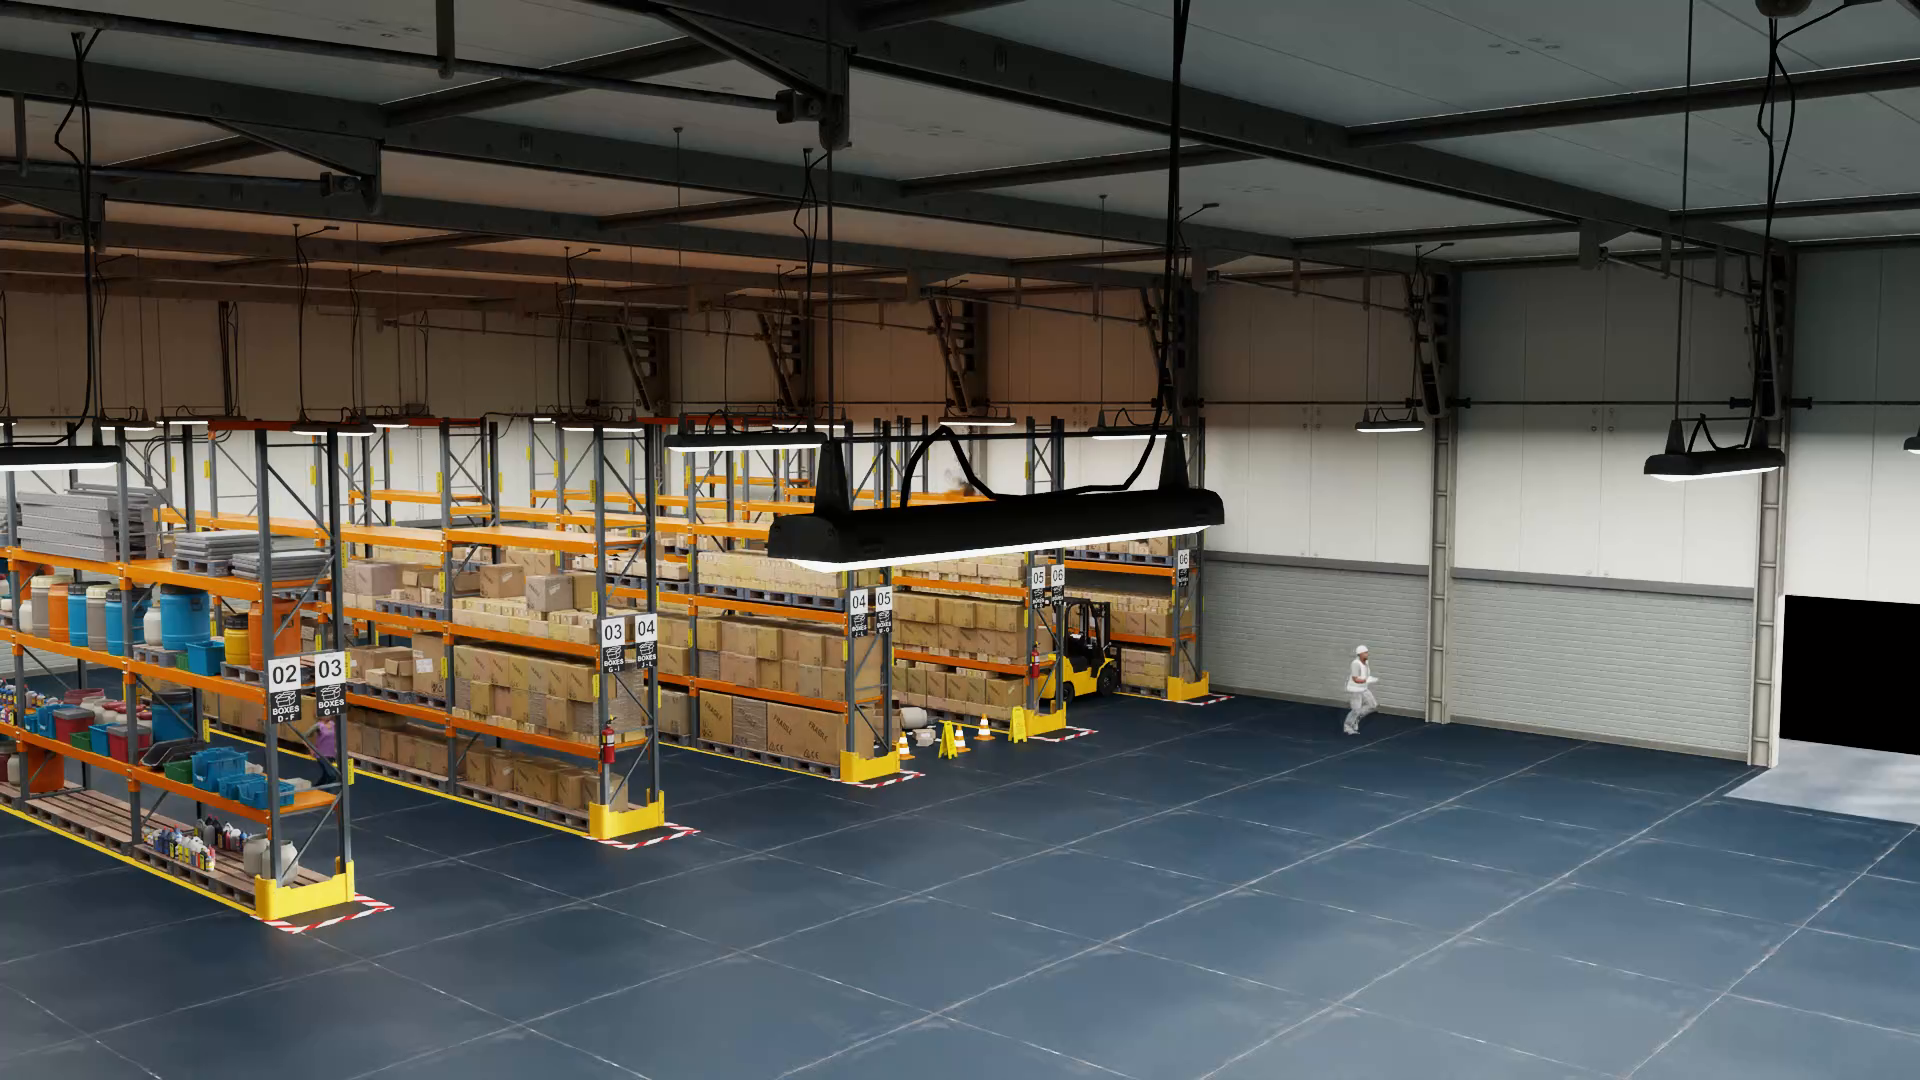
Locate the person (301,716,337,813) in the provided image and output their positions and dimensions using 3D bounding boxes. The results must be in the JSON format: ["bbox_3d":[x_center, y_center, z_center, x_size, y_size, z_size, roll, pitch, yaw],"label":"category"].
[{"bbox_3d":[-9.826,3.392,25.749,0.715,1.646,0.505,2,5,23],"label":"person"}]

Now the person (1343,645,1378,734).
[{"bbox_3d":[7.592,2.838,31.450,0.728,1.722,0.726,4,6,38],"label":"person"}]
